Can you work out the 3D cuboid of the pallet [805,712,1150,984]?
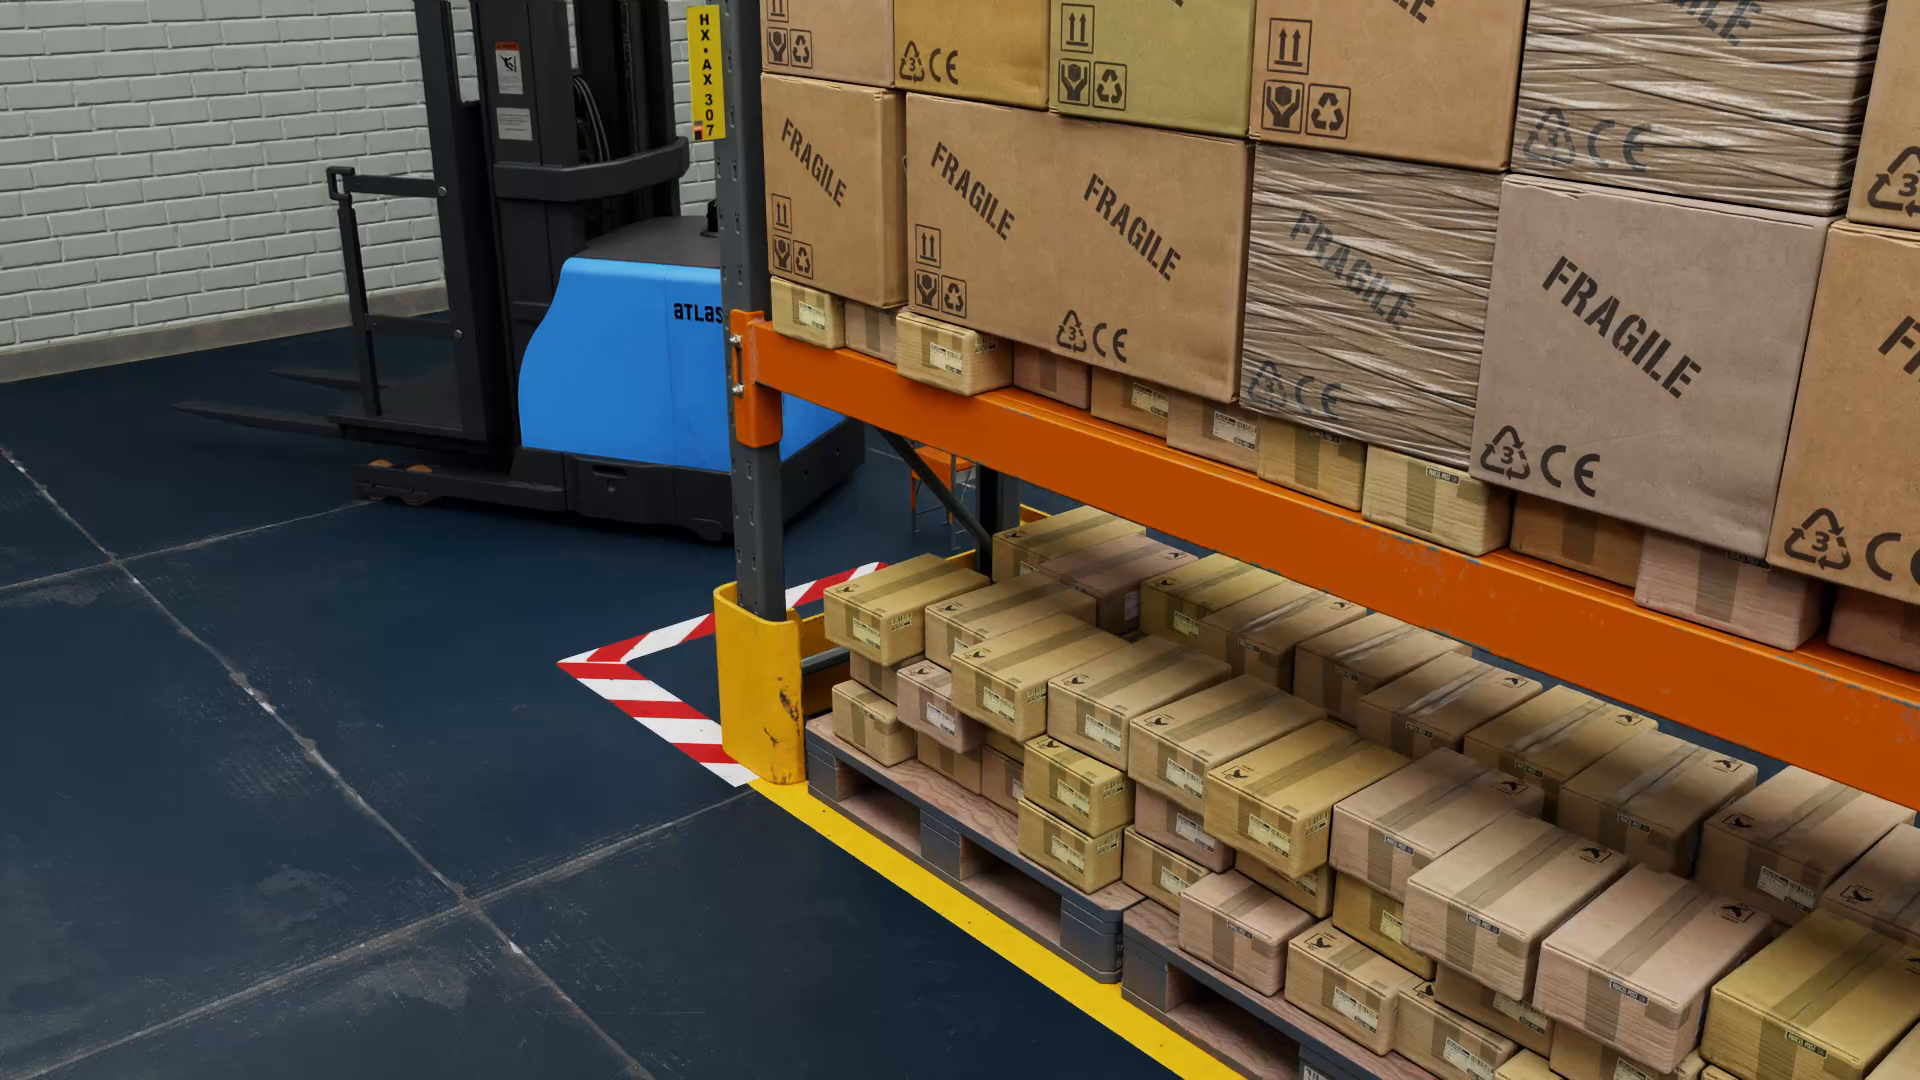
[{"bbox_3d":[0.329,0.653,4.527,1.003,0.211,1.213,-17,27,-37],"label":"pallet"}]

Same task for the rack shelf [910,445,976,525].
[{"bbox_3d":[-0.035,-0.235,6.436,0.215,0.259,0.240,-17,27,-37],"label":"rack shelf"}]

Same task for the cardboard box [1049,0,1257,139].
[{"bbox_3d":[0.525,-1.076,3.202,0.500,0.500,0.500,-18,28,-39],"label":"cardboard box"}]

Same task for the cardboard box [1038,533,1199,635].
[{"bbox_3d":[0.434,0.125,4.570,0.380,0.149,0.250,-17,27,-36],"label":"cardboard box"}]

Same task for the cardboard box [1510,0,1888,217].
[{"bbox_3d":[1.211,-0.797,2.489,0.500,0.500,0.500,-17,27,-36],"label":"cardboard box"}]

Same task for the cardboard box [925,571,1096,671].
[{"bbox_3d":[0.132,0.229,4.304,0.380,0.149,0.250,-17,27,-36],"label":"cardboard box"}]

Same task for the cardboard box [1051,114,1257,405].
[{"bbox_3d":[0.539,-0.614,3.395,0.500,0.500,0.500,-17,27,-37],"label":"cardboard box"}]

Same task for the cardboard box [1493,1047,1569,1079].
[{"bbox_3d":[1.198,1.025,3.088,0.380,0.149,0.250,-18,27,-38],"label":"cardboard box"}]

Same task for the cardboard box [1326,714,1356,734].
[{"bbox_3d":[1.025,0.455,4.134,0.380,0.149,0.250,-17,27,-37],"label":"cardboard box"}]

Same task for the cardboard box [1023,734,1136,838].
[{"bbox_3d":[0.372,0.532,3.937,0.380,0.149,0.250,-16,27,-36],"label":"cardboard box"}]

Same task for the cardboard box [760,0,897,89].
[{"bbox_3d":[-0.132,-1.363,3.934,0.500,0.500,0.500,-18,27,-38],"label":"cardboard box"}]

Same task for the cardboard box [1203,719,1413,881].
[{"bbox_3d":[0.735,0.540,3.509,0.380,0.149,0.250,-17,27,-37],"label":"cardboard box"}]

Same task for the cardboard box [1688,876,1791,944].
[{"bbox_3d":[1.638,0.759,3.359,0.380,0.149,0.250,-16,26,-35],"label":"cardboard box"}]

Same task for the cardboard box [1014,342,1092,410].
[{"bbox_3d":[0.345,-0.428,3.809,0.380,0.149,0.250,-16,26,-35],"label":"cardboard box"}]

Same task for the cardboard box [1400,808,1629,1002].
[{"bbox_3d":[1.051,0.682,3.148,0.380,0.149,0.250,-19,28,-39],"label":"cardboard box"}]

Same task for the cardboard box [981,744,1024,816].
[{"bbox_3d":[0.276,0.573,4.240,0.380,0.149,0.250,-17,27,-37],"label":"cardboard box"}]

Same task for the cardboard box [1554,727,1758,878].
[{"bbox_3d":[1.450,0.556,3.469,0.380,0.149,0.250,-19,28,-40],"label":"cardboard box"}]

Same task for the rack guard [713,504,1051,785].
[{"bbox_3d":[-0.174,0.286,5.069,1.175,0.500,0.348,-17,27,-37],"label":"rack guard"}]

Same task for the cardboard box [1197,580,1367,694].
[{"bbox_3d":[0.821,0.253,4.244,0.380,0.149,0.250,-19,28,-39],"label":"cardboard box"}]

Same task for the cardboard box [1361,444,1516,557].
[{"bbox_3d":[0.949,-0.115,3.010,0.380,0.149,0.250,-17,27,-36],"label":"cardboard box"}]

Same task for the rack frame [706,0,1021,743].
[{"bbox_3d":[-0.224,-0.899,4.667,1.000,3.000,0.127,-17,27,-37],"label":"rack frame"}]

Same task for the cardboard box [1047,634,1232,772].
[{"bbox_3d":[0.424,0.378,3.924,0.380,0.149,0.250,-19,28,-40],"label":"cardboard box"}]

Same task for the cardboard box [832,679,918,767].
[{"bbox_3d":[-0.124,0.454,4.546,0.380,0.149,0.250,-17,27,-36],"label":"cardboard box"}]

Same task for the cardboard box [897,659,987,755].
[{"bbox_3d":[0.060,0.389,4.303,0.380,0.149,0.250,-18,27,-38],"label":"cardboard box"}]

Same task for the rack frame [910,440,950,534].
[{"bbox_3d":[-0.115,-0.537,6.416,0.200,1.050,0.008,-17,27,-37],"label":"rack frame"}]

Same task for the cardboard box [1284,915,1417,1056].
[{"bbox_3d":[0.896,0.878,3.463,0.380,0.149,0.250,-17,27,-37],"label":"cardboard box"}]

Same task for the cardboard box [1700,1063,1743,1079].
[{"bbox_3d":[1.477,0.954,2.862,0.380,0.149,0.250,-17,27,-37],"label":"cardboard box"}]

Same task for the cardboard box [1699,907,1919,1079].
[{"bbox_3d":[1.483,0.806,2.831,0.380,0.149,0.250,-16,27,-36],"label":"cardboard box"}]

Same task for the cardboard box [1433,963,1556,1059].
[{"bbox_3d":[1.136,0.809,3.231,0.380,0.149,0.250,-19,28,-40],"label":"cardboard box"}]

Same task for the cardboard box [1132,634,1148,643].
[{"bbox_3d":[0.678,0.315,4.492,0.380,0.149,0.250,-19,28,-40],"label":"cardboard box"}]

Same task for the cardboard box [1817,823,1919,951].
[{"bbox_3d":[1.795,0.701,3.098,0.380,0.149,0.250,-18,28,-39],"label":"cardboard box"}]

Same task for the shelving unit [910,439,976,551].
[{"bbox_3d":[-0.035,-0.504,6.330,0.215,1.050,0.252,-17,27,-37],"label":"shelving unit"}]

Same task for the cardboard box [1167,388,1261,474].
[{"bbox_3d":[0.643,-0.273,3.411,0.380,0.149,0.250,-18,28,-38],"label":"cardboard box"}]

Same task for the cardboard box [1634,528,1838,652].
[{"bbox_3d":[1.294,0.021,2.661,0.380,0.149,0.250,-19,28,-40],"label":"cardboard box"}]

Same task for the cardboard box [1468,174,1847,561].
[{"bbox_3d":[1.196,-0.327,2.661,0.500,0.500,0.500,-18,27,-38],"label":"cardboard box"}]

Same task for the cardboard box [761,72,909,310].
[{"bbox_3d":[-0.140,-0.895,4.110,0.500,0.500,0.500,-16,26,-35],"label":"cardboard box"}]

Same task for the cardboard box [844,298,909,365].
[{"bbox_3d":[-0.063,-0.554,4.131,0.380,0.149,0.250,-16,27,-36],"label":"cardboard box"}]

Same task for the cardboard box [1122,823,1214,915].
[{"bbox_3d":[0.599,0.718,3.871,0.380,0.149,0.250,-17,27,-37],"label":"cardboard box"}]

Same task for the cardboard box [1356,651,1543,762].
[{"bbox_3d":[1.126,0.413,3.835,0.380,0.149,0.250,-19,28,-39],"label":"cardboard box"}]

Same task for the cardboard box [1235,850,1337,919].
[{"bbox_3d":[0.825,0.648,3.642,0.380,0.149,0.250,-16,26,-35],"label":"cardboard box"}]

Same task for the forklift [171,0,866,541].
[{"bbox_3d":[-1.978,-1.676,6.745,3.031,2.935,1.130,8,23,19],"label":"forklift"}]
